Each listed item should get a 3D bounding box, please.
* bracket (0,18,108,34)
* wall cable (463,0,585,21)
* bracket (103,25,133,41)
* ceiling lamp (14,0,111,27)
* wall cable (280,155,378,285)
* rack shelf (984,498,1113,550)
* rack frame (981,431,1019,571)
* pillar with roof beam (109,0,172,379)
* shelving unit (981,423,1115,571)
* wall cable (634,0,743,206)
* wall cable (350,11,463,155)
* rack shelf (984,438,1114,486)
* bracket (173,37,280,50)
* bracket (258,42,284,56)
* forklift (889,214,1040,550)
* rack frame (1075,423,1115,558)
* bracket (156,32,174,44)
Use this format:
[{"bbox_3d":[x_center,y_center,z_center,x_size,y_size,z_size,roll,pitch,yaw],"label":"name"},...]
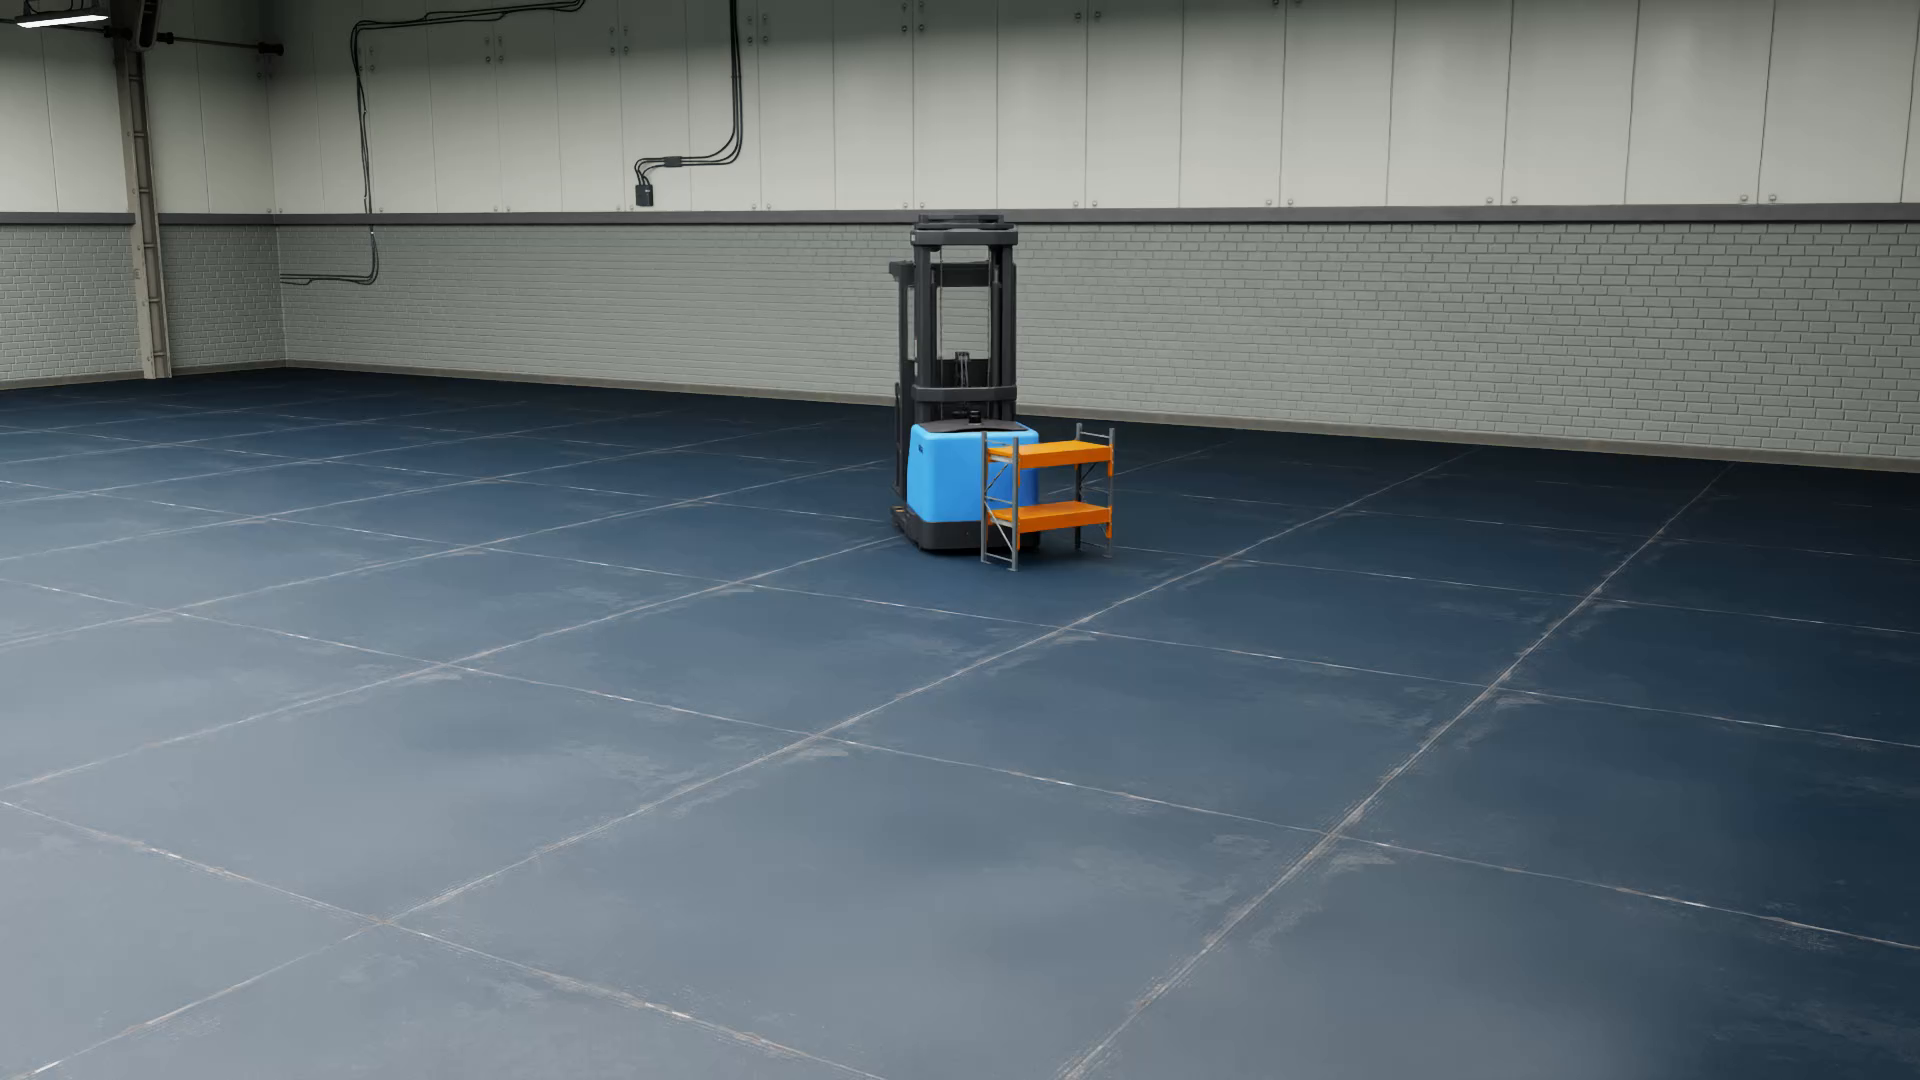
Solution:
[{"bbox_3d":[-16.619,-8.797,28.003,0.076,0.066,4.783,6,12,31],"label":"bracket"},{"bbox_3d":[-7.752,-10.507,29.271,3.097,2.526,0.112,6,12,31],"label":"wall cable"},{"bbox_3d":[-15.281,-9.202,30.168,0.235,0.232,0.430,6,12,31],"label":"bracket"},{"bbox_3d":[-13.316,-9.340,24.822,2.000,3.185,0.800,6,12,31],"label":"ceiling lamp"},{"bbox_3d":[-12.709,-6.343,33.114,3.097,2.526,0.112,6,12,31],"label":"wall cable"},{"bbox_3d":[0.753,-0.142,14.278,1.000,0.278,0.538,-7,13,-33],"label":"rack shelf"},{"bbox_3d":[0.332,-0.330,13.953,0.032,1.125,0.500,-7,13,-33],"label":"rack frame"},{"bbox_3d":[-11.690,-7.121,28.832,9.100,9.000,0.548,6,12,31],"label":"pillar with roof beam"},{"bbox_3d":[0.753,-0.383,14.232,1.048,1.125,0.538,-7,13,-33],"label":"shelving unit"},{"bbox_3d":[-4.604,-8.631,27.658,2.305,6.003,0.169,6,12,31],"label":"wall cable"},{"bbox_3d":[-10.397,-8.567,31.269,3.097,2.526,0.112,6,12,31],"label":"wall cable"},{"bbox_3d":[0.754,-0.670,14.178,1.000,0.278,0.538,-7,13,-33],"label":"rack shelf"},{"bbox_3d":[-13.926,-9.613,32.360,0.076,0.066,3.189,6,12,31],"label":"bracket"},{"bbox_3d":[-13.620,-9.705,32.856,0.235,0.232,0.430,6,12,31],"label":"bracket"},{"bbox_3d":[-0.065,-1.577,15.710,1.130,2.935,3.031,-2,11,-10],"label":"forklift"},{"bbox_3d":[1.175,-0.435,14.511,0.032,1.125,0.500,-7,13,-33],"label":"rack frame"},{"bbox_3d":[-14.850,-9.333,30.865,0.235,0.232,0.430,6,12,31],"label":"bracket"}]
